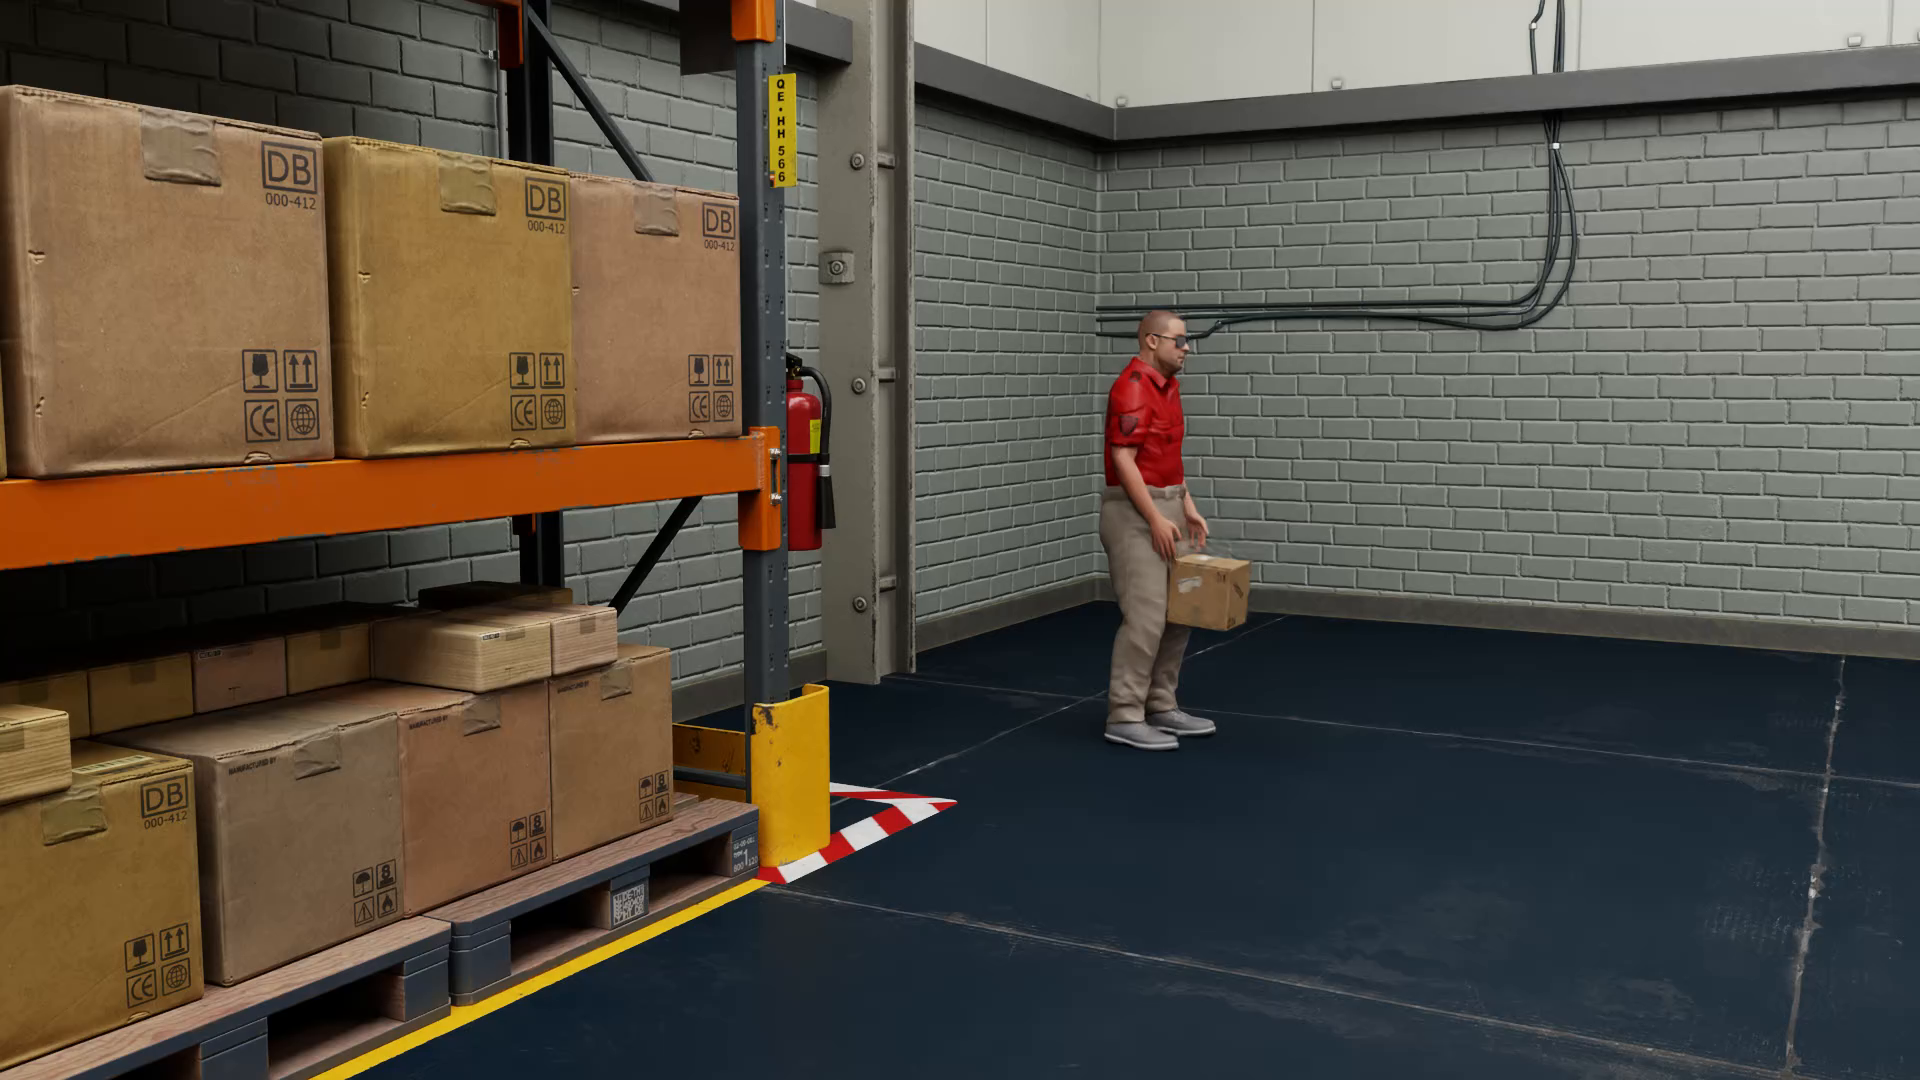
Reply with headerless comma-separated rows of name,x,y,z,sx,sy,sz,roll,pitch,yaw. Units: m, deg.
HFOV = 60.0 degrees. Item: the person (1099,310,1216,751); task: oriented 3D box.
person,0.801,-0.057,6.725,0.430,1.732,0.554,3,7,27
